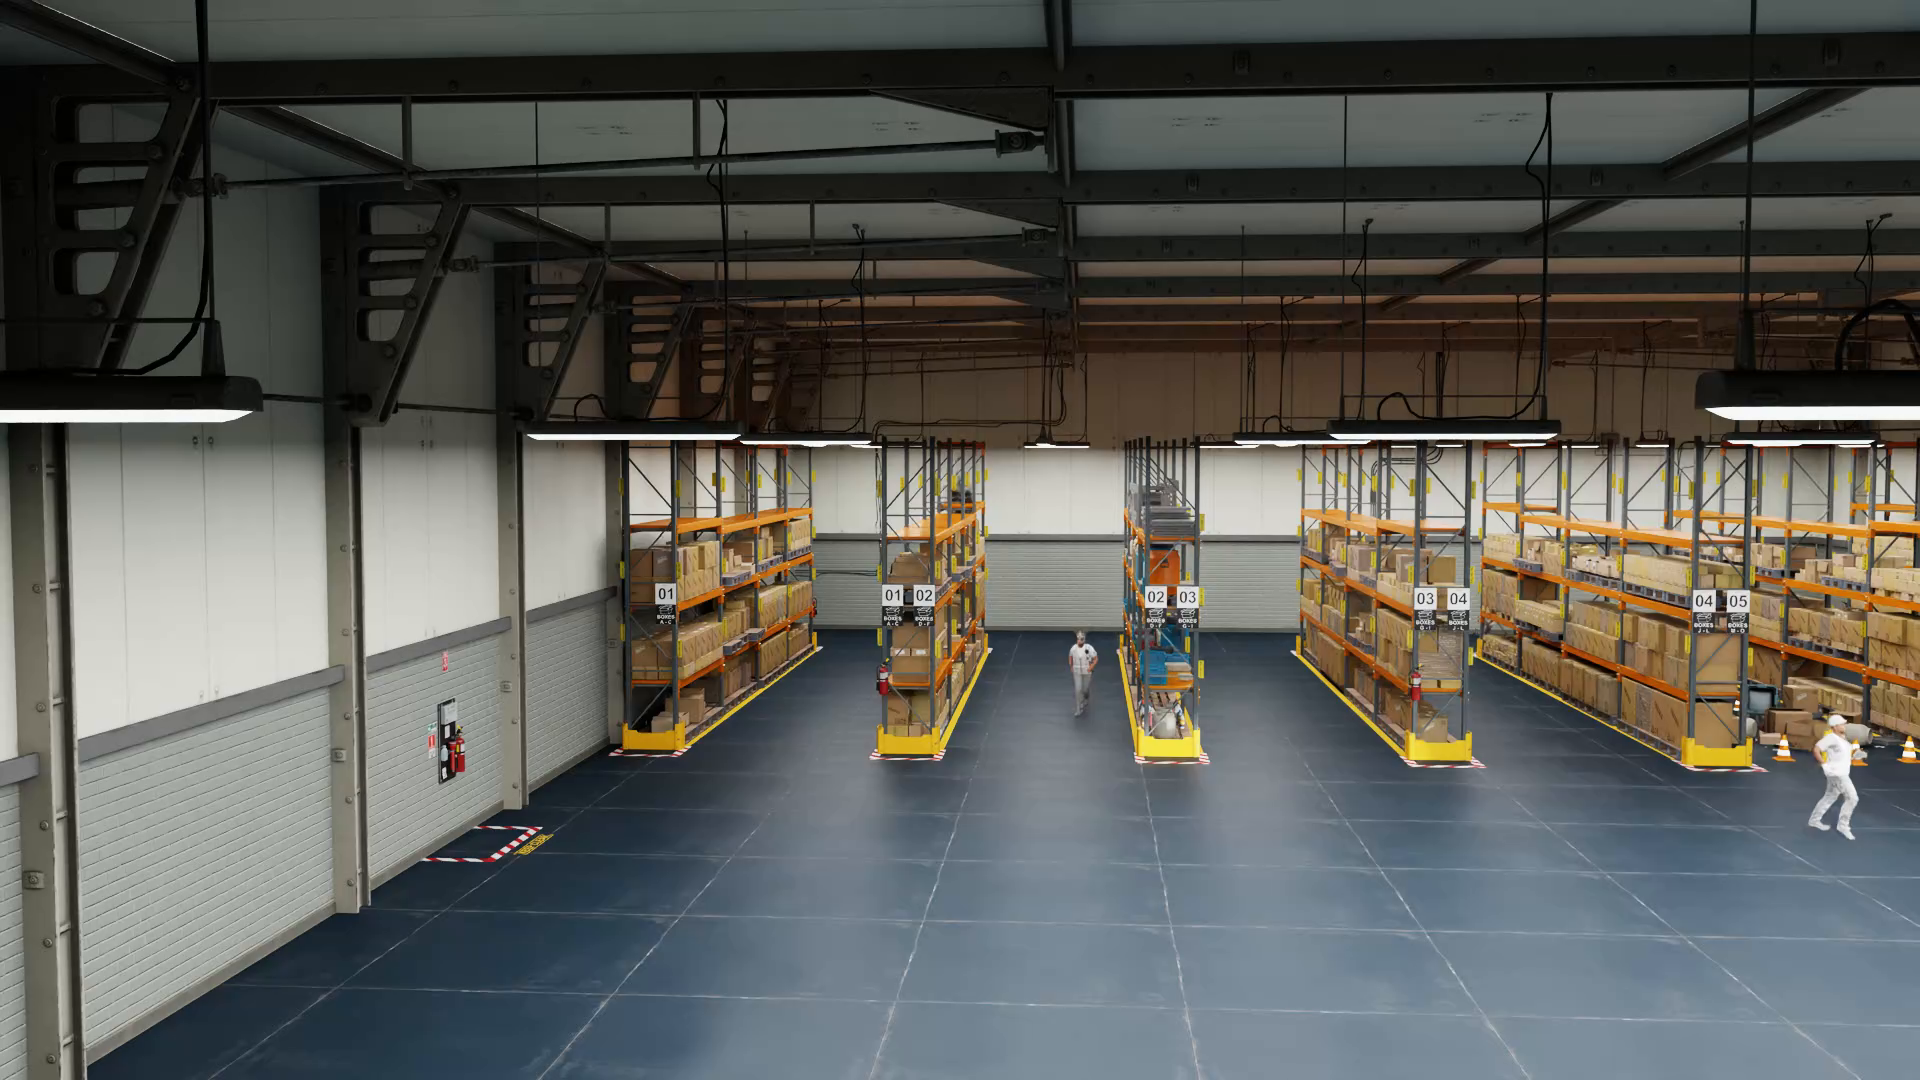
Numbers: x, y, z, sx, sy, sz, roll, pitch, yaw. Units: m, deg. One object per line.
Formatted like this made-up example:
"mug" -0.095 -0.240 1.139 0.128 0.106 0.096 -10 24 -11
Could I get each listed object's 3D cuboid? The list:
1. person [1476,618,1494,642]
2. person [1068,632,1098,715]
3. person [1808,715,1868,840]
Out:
"person" 15.077 2.388 47.652 0.559 1.591 0.727 1 3 17
"person" 2.696 2.898 36.409 0.661 1.795 0.805 1 3 11
"person" 13.015 3.510 24.663 0.768 1.843 0.657 2 4 33
